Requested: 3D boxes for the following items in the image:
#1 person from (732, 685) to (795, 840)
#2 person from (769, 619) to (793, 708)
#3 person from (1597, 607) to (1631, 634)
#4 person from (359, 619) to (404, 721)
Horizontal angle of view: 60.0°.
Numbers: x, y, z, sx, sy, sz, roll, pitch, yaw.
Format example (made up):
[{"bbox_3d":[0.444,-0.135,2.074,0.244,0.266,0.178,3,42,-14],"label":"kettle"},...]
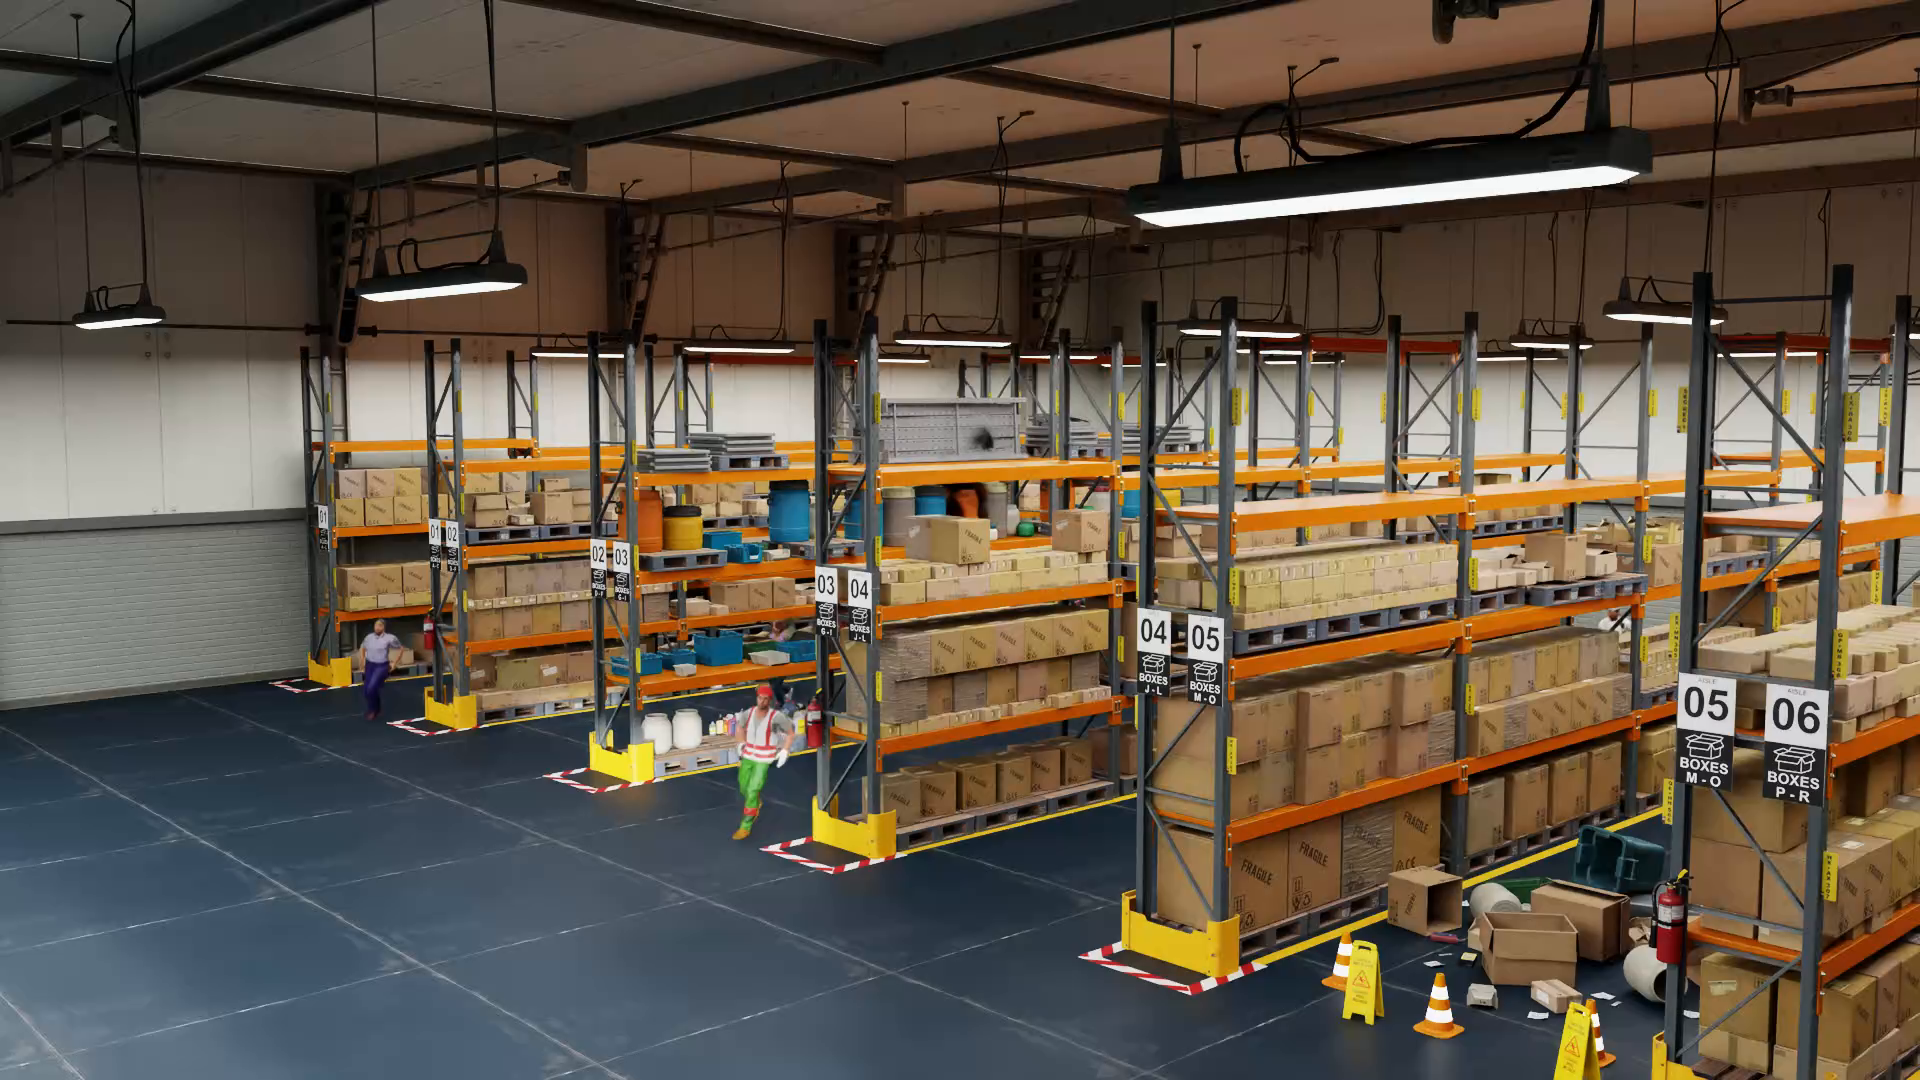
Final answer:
[{"bbox_3d":[-2.308,2.570,19.511,0.716,1.766,0.841,2,5,18],"label":"person"},{"bbox_3d":[-2.862,2.040,26.837,0.522,1.554,0.571,3,6,34],"label":"person"},{"bbox_3d":[10.917,1.905,27.762,0.607,1.696,0.857,3,6,31],"label":"person"},{"bbox_3d":[-9.217,2.058,26.346,0.676,1.638,0.644,1,5,14],"label":"person"}]
